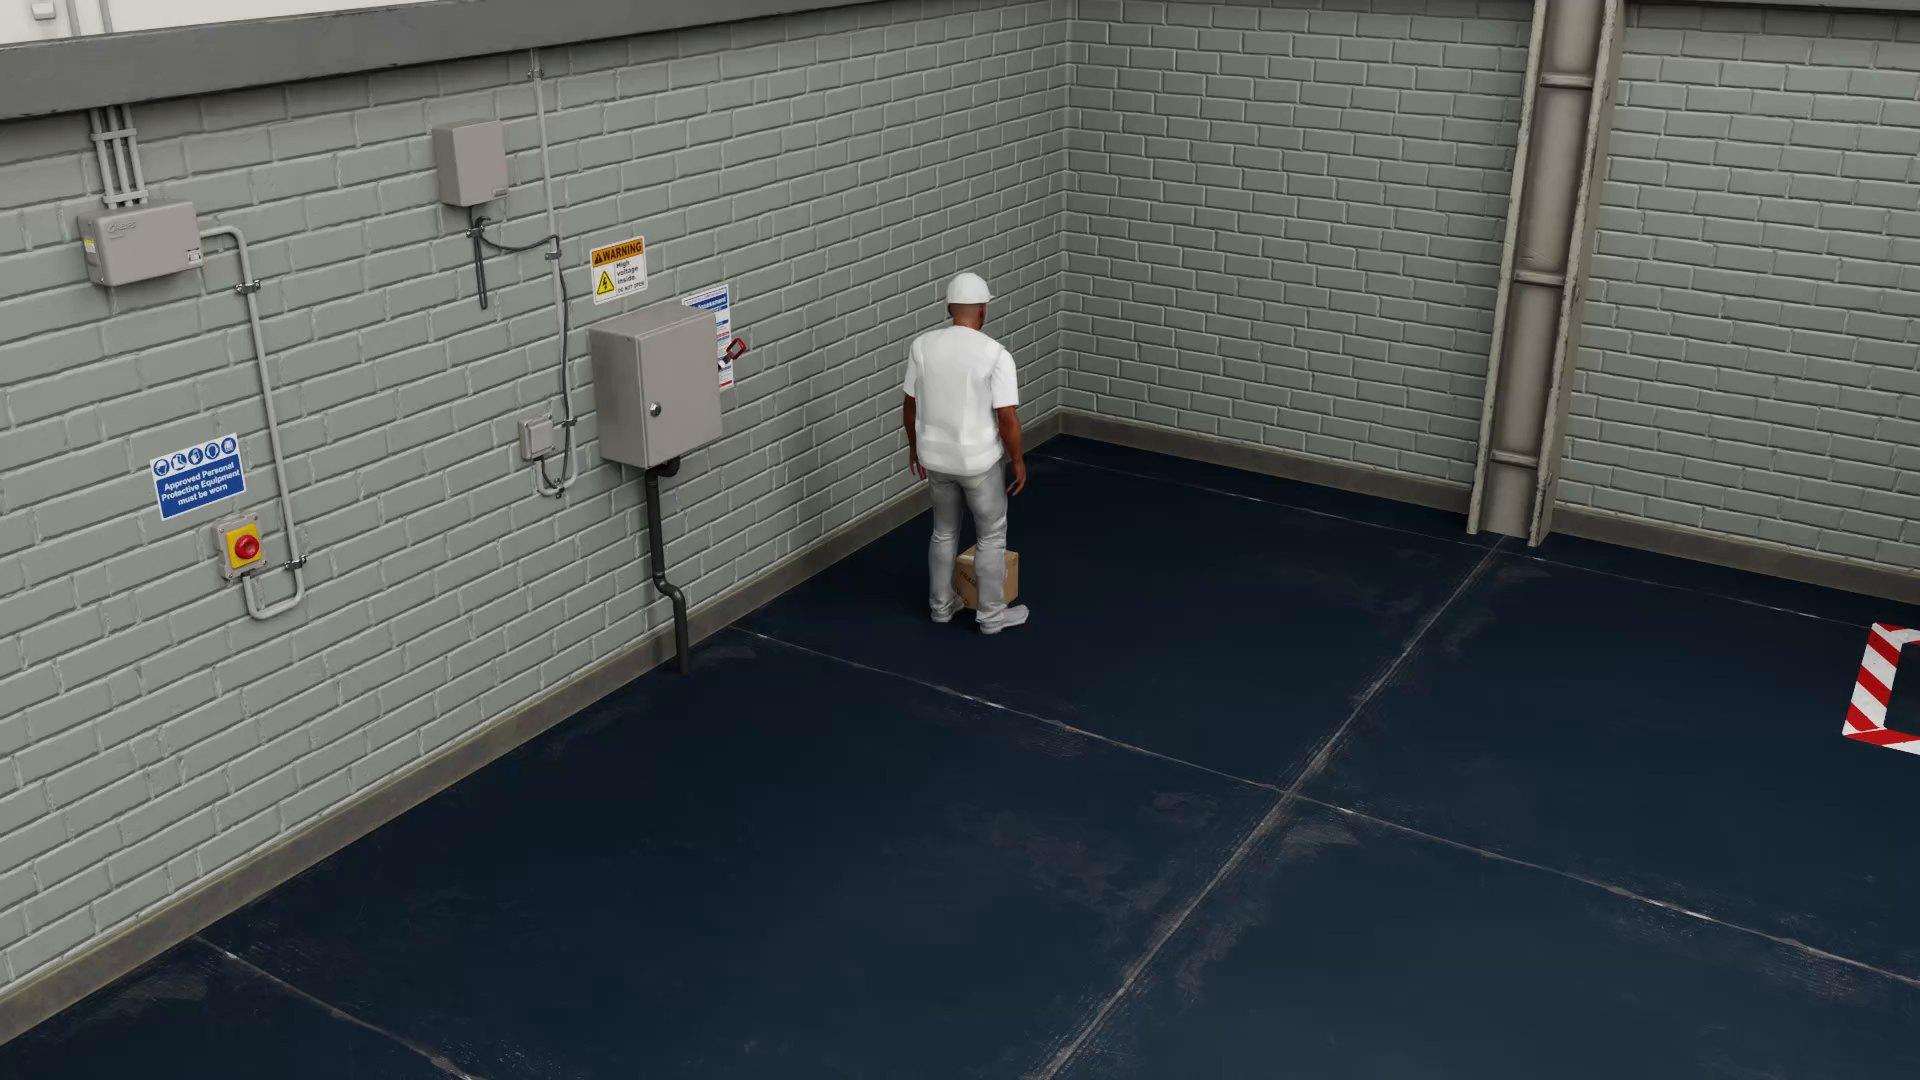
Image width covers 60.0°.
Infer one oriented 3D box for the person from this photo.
[{"bbox_3d":[0.029,-0.414,8.049,0.629,1.759,0.461,12,26,26],"label":"person"}]
